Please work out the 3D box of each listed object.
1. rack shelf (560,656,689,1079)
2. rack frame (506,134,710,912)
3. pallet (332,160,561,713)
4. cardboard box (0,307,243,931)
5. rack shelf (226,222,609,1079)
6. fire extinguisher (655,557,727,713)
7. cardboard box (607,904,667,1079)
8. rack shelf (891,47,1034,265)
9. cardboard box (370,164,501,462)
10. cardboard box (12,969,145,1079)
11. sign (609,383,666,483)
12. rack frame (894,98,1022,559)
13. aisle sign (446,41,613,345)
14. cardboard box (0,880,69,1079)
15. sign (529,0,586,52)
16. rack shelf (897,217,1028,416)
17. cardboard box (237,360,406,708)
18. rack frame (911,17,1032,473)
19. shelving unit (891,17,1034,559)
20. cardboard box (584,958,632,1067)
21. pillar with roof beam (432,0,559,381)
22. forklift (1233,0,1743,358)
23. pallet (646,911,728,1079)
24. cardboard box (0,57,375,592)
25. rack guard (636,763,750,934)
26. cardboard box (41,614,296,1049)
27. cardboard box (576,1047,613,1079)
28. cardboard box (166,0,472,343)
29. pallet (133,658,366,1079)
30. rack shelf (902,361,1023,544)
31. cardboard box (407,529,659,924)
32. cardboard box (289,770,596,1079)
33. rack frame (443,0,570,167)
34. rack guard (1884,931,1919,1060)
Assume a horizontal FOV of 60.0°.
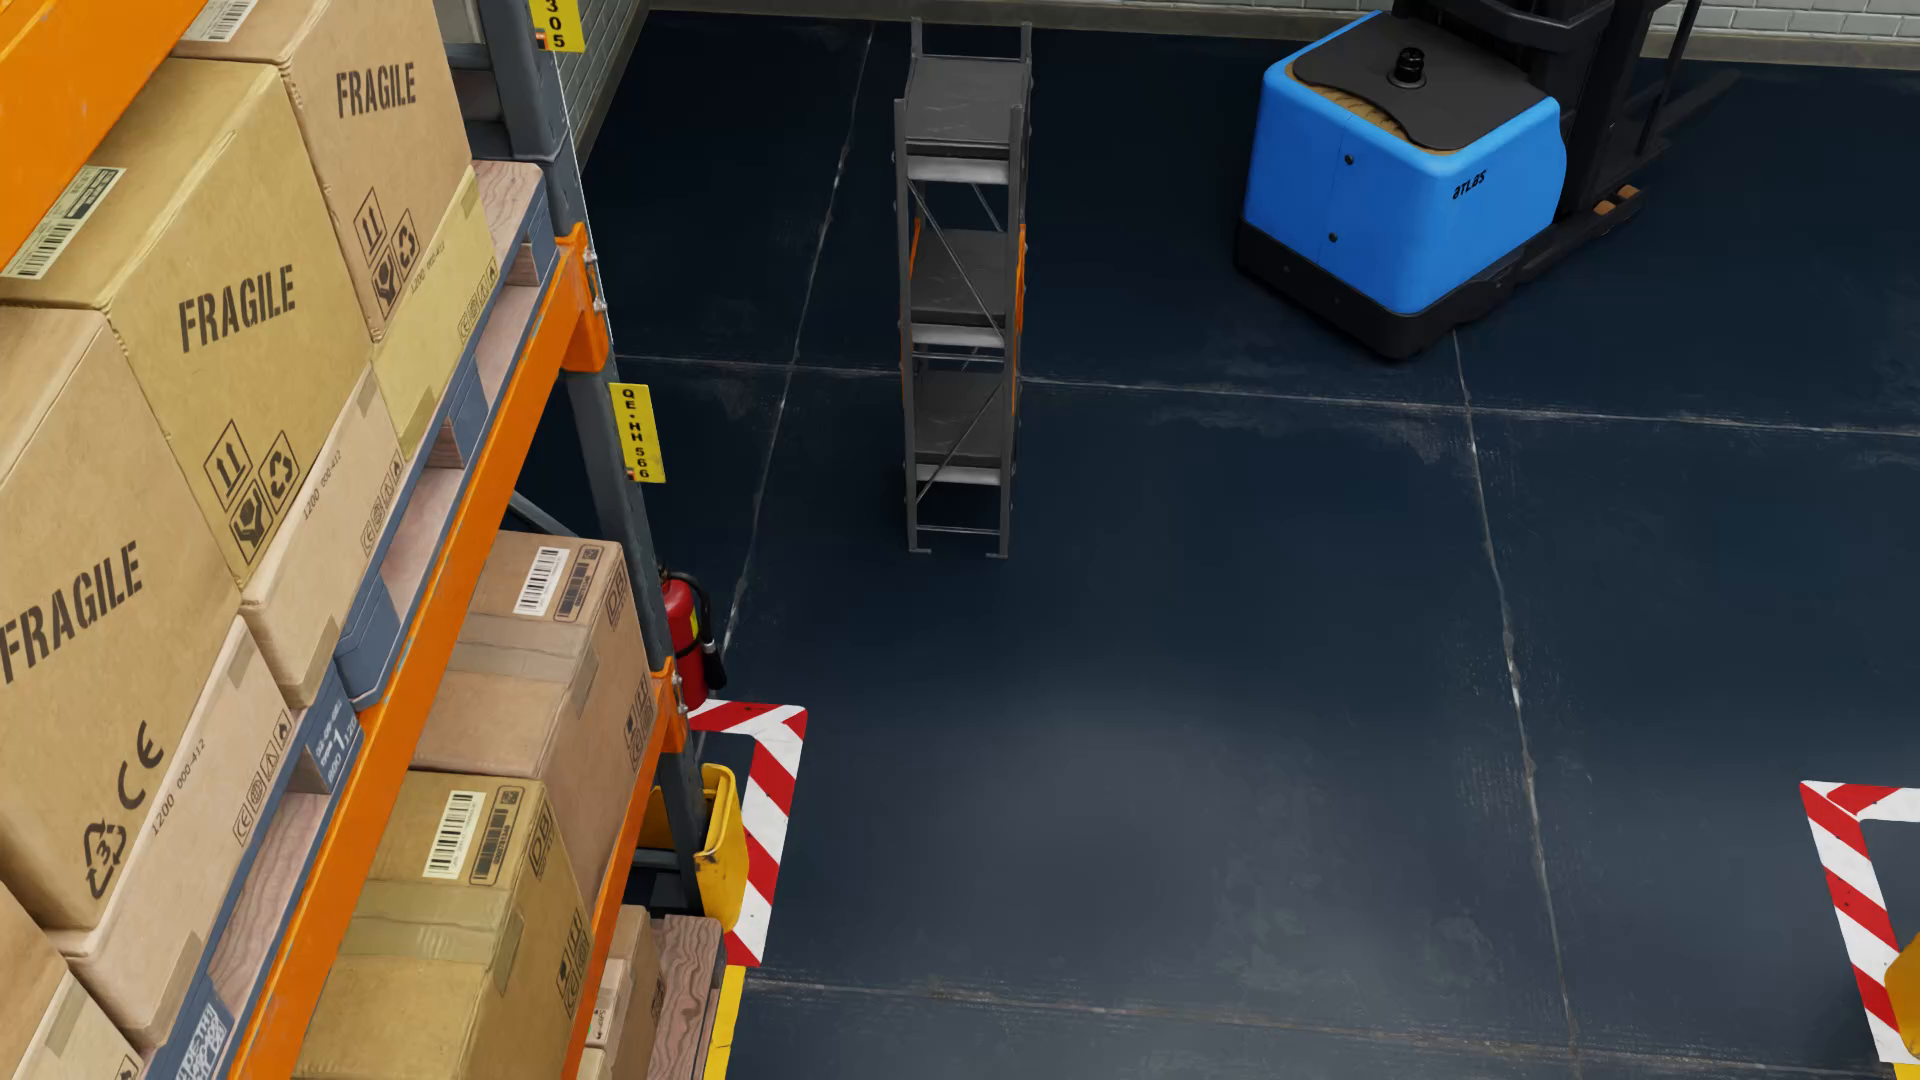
[{"bbox_3d":[-1.505,1.880,3.511,1.077,0.370,4.000,4,48,4],"label":"rack shelf"},{"bbox_3d":[-1.323,0.168,4.590,1.000,3.000,0.127,4,48,4],"label":"rack frame"},{"bbox_3d":[-1.380,-0.269,3.017,1.003,0.211,1.213,4,48,4],"label":"pallet"},{"bbox_3d":[-1.213,0.084,1.874,0.500,0.500,0.500,2,48,2],"label":"cardboard box"},{"bbox_3d":[-1.505,0.868,2.404,1.077,0.370,4.000,4,48,4],"label":"rack shelf"},{"bbox_3d":[-0.849,0.240,4.829,0.296,0.674,0.183,4,48,4],"label":"fire extinguisher"},{"bbox_3d":[-1.287,1.391,4.881,0.700,0.500,0.500,4,48,4],"label":"cardboard box"},{"bbox_3d":[0.015,-1.294,5.606,0.431,0.518,0.480,4,48,4],"label":"rack shelf"},{"bbox_3d":[-1.125,-0.414,2.838,0.500,0.250,0.500,5,48,5],"label":"cardboard box"},{"bbox_3d":[-1.262,0.729,1.793,0.500,0.250,0.500,3,48,2],"label":"cardboard box"},{"bbox_3d":[-0.784,-0.256,4.033,0.100,0.325,0.005,4,48,4],"label":"sign"},{"bbox_3d":[-0.007,-0.651,5.948,0.400,2.100,0.015,4,48,4],"label":"rack frame"},{"bbox_3d":[-1.017,-0.743,3.661,0.394,0.787,0.004,4,48,4],"label":"aisle sign"},{"bbox_3d":[-1.263,0.470,1.522,0.500,0.500,0.500,4,48,4],"label":"cardboard box"},{"bbox_3d":[-0.784,-1.070,3.143,0.100,0.325,0.005,4,48,4],"label":"sign"},{"bbox_3d":[0.015,-0.821,6.122,0.431,0.518,0.480,4,48,4],"label":"rack shelf"},{"bbox_3d":[-1.171,-0.031,2.488,0.500,0.250,0.500,2,48,2],"label":"cardboard box"},{"bbox_3d":[0.037,-1.010,6.276,0.400,2.100,0.015,4,48,4],"label":"rack frame"},{"bbox_3d":[0.015,-0.830,6.112,0.431,2.100,0.503,4,48,4],"label":"shelving unit"},{"bbox_3d":[-1.117,1.278,4.544,0.380,0.149,0.250,3,48,3],"label":"cardboard box"},{"bbox_3d":[2.349,-3.610,3.979,9.100,9.000,0.400,4,48,4],"label":"pillar with roof beam"},{"bbox_3d":[2.743,-2.745,7.300,3.031,2.935,1.130,-33,55,-26],"label":"forklift"},{"bbox_3d":[-1.318,1.702,5.077,1.003,0.211,1.213,4,48,4],"label":"pallet"},{"bbox_3d":[-1.174,-0.300,2.225,0.500,0.500,0.500,5,48,5],"label":"cardboard box"},{"bbox_3d":[-1.320,0.994,5.528,1.175,0.500,0.348,4,48,4],"label":"rack guard"},{"bbox_3d":[-1.214,0.352,2.138,0.500,0.250,0.500,3,48,2],"label":"cardboard box"},{"bbox_3d":[-1.140,1.466,4.372,0.380,0.149,0.250,5,48,5],"label":"cardboard box"},{"bbox_3d":[-1.118,-0.667,2.561,0.500,0.500,0.500,4,48,3],"label":"cardboard box"},{"bbox_3d":[-1.488,0.630,2.194,1.003,0.211,1.213,4,48,4],"label":"pallet"},{"bbox_3d":[0.015,-0.349,6.639,0.431,0.518,0.480,4,48,4],"label":"rack shelf"},{"bbox_3d":[-1.359,0.442,4.136,0.980,0.700,0.700,6,48,5],"label":"cardboard box"},{"bbox_3d":[-1.414,0.977,3.646,0.980,0.700,0.700,4,48,3],"label":"cardboard box"},{"bbox_3d":[-1.323,-1.857,2.376,1.000,3.000,0.127,4,48,4],"label":"rack frame"},{"bbox_3d":[3.604,1.397,5.159,1.175,0.500,0.348,4,48,4],"label":"rack guard"}]
